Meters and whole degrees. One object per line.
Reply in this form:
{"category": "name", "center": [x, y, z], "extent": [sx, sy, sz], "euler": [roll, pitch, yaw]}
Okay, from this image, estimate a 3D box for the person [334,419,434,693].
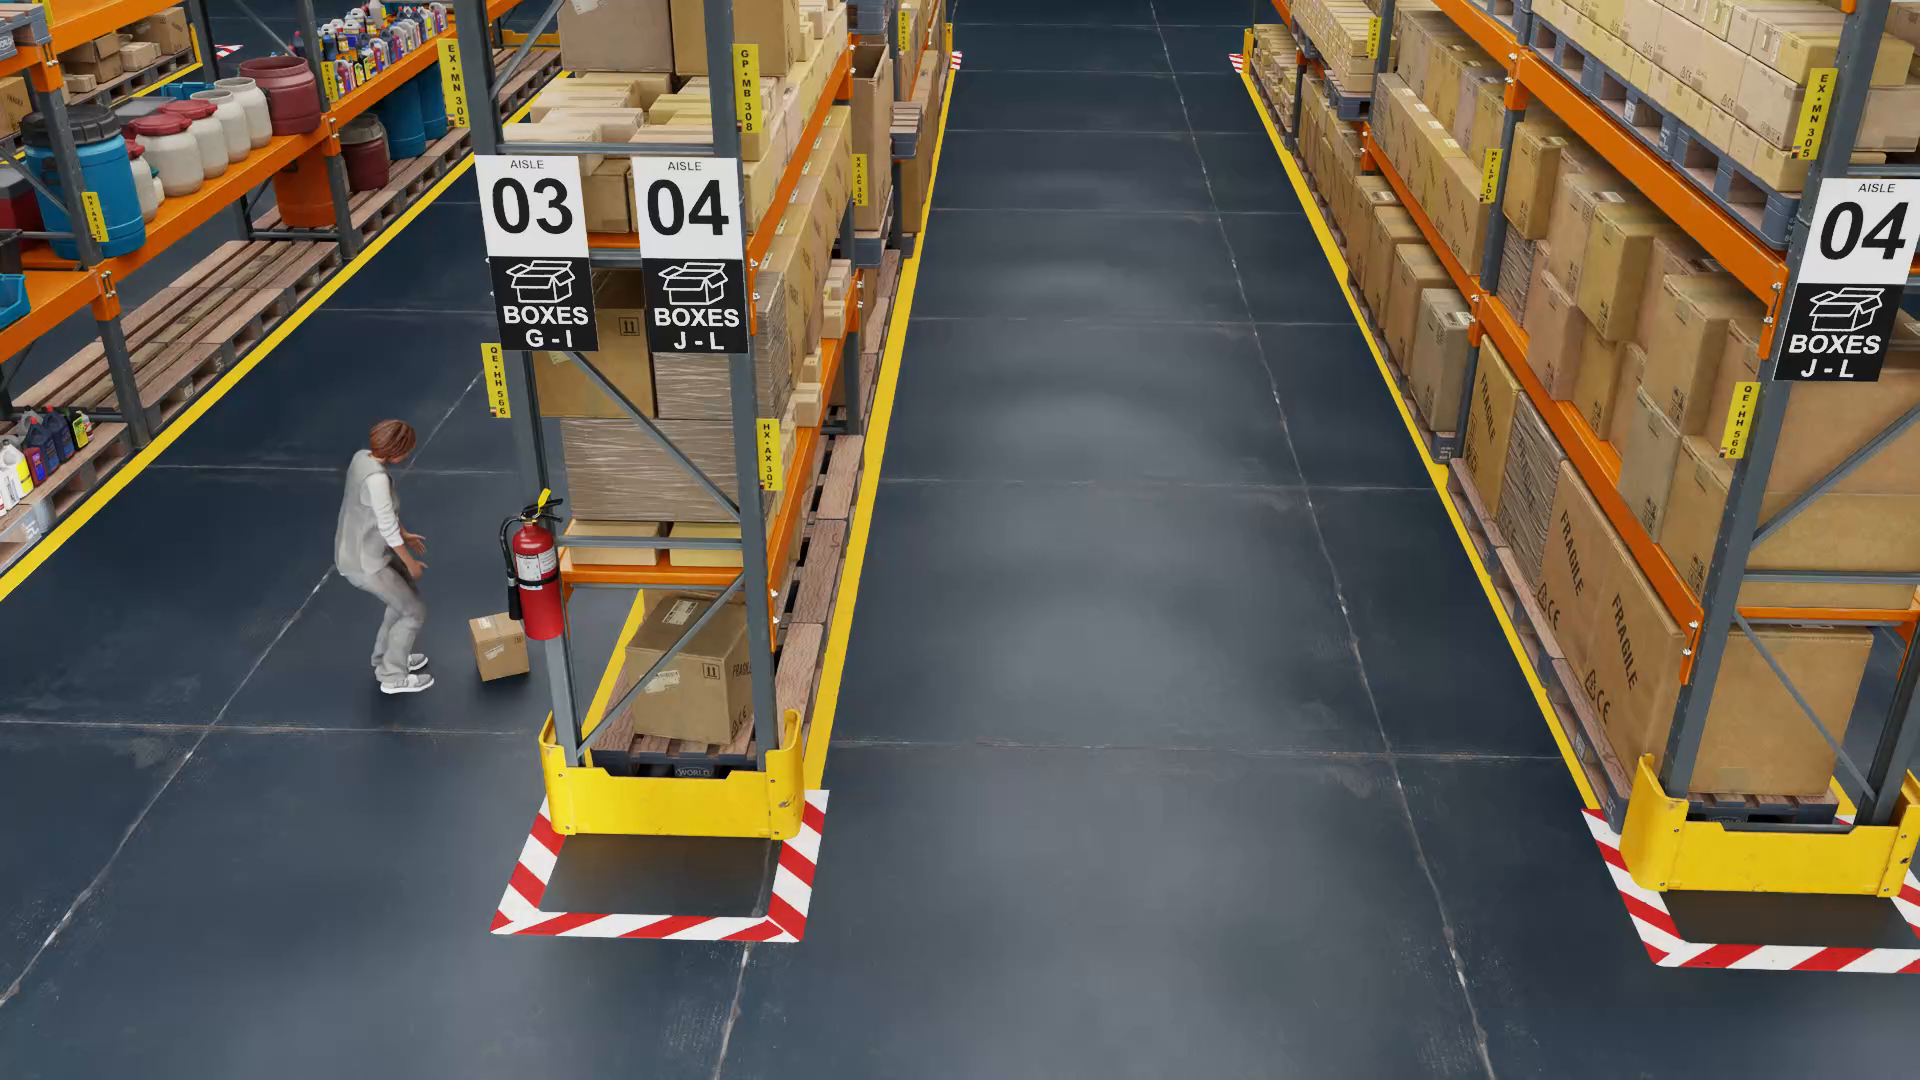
{"category": "person", "center": [-2.979, 0.079, 8.620], "extent": [0.497, 1.482, 0.447], "euler": [-11, 30, -20]}
